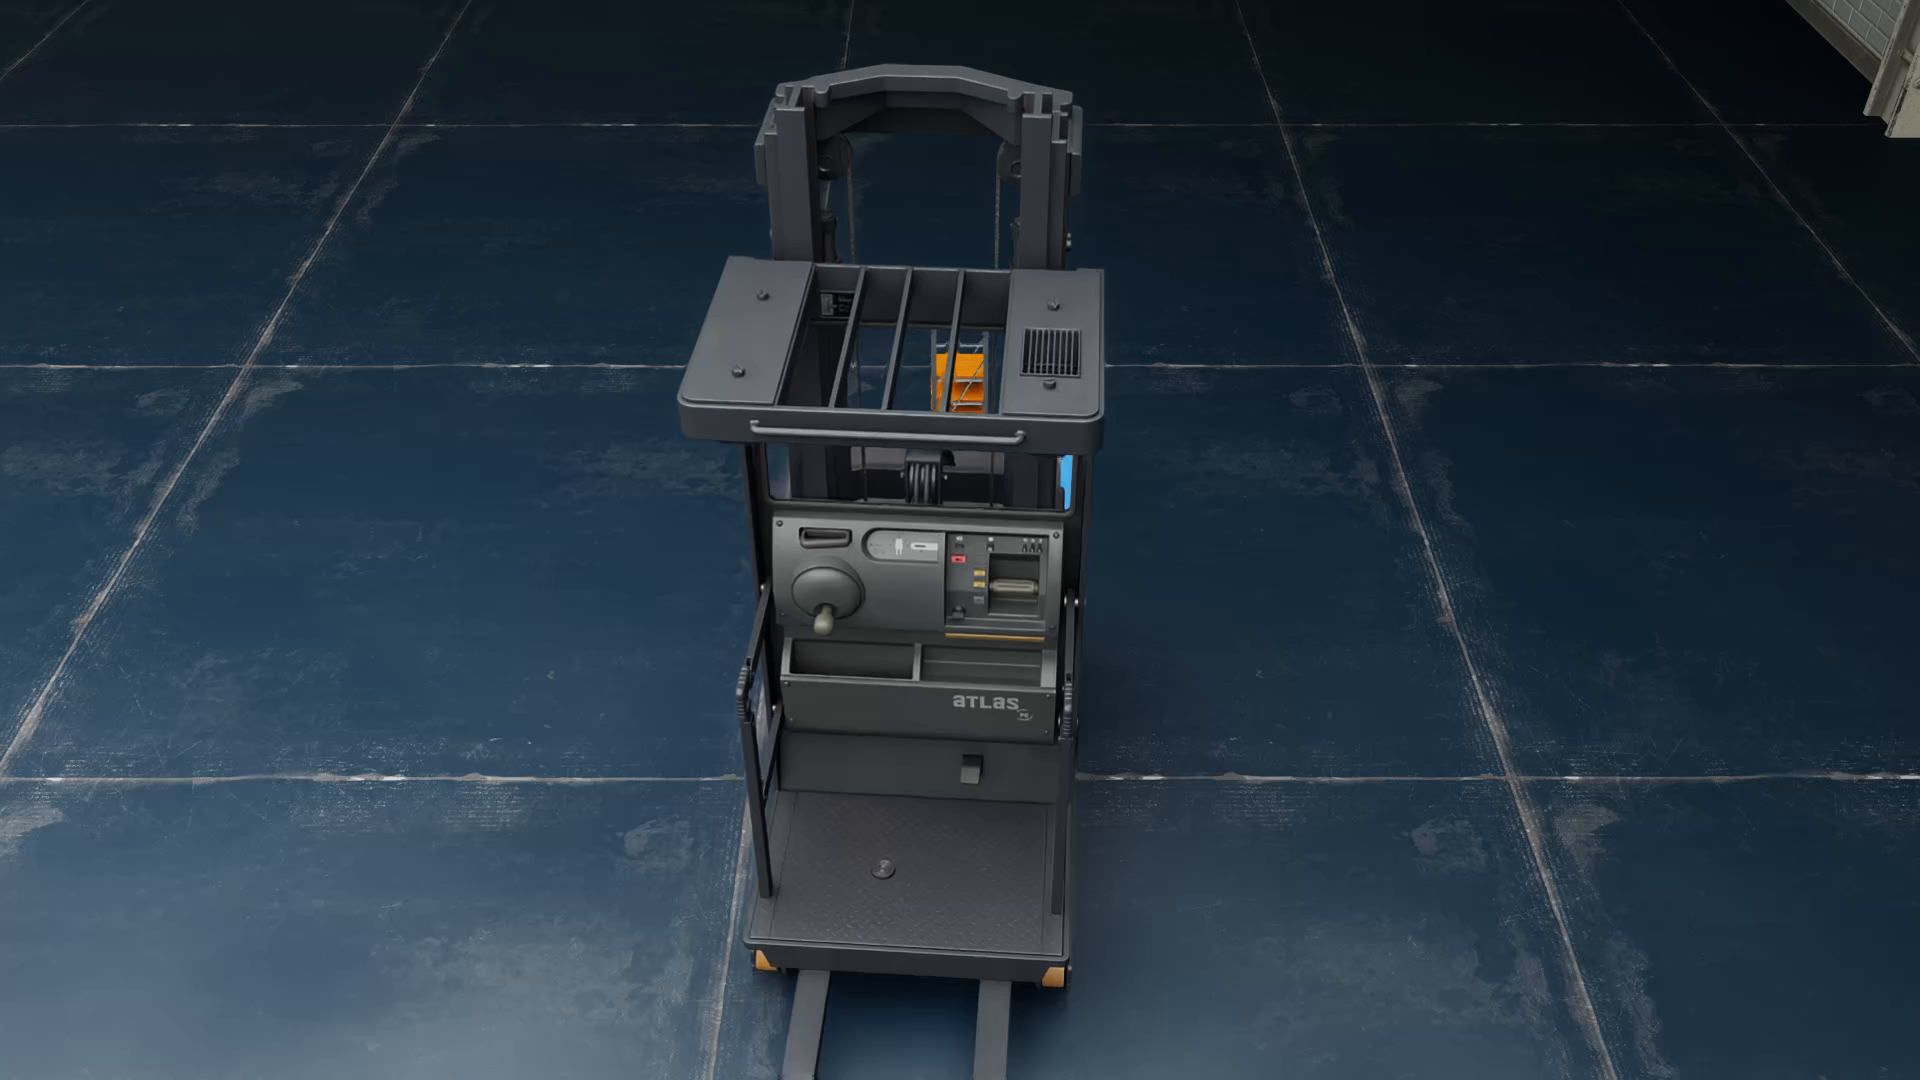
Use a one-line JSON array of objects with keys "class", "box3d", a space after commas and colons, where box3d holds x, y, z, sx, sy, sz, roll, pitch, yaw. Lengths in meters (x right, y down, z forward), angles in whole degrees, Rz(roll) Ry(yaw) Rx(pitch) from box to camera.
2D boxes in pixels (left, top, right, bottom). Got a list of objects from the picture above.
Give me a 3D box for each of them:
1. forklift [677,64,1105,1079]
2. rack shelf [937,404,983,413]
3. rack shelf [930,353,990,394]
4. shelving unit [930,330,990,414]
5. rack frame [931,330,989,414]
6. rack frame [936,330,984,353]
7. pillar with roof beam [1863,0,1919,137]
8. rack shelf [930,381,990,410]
[{"class": "forklift", "box3d": [-0.150, 0.196, 5.162, 1.130, 2.935, 3.031, 2, 39, 3]}, {"class": "rack shelf", "box3d": [0.000, -0.536, 7.339, 0.258, 0.103, 0.180, 0, 39, 0]}, {"class": "rack shelf", "box3d": [0.000, -0.724, 7.189, 0.258, 0.103, 0.180, 0, 39, 0]}, {"class": "shelving unit", "box3d": [0.000, -0.477, 7.386, 0.258, 1.200, 0.189, 0, 39, 0]}, {"class": "rack frame", "box3d": [0.000, -0.420, 7.315, 0.240, 1.200, 0.006, 0, 39, 0]}, {"class": "rack frame", "box3d": [0.000, -0.534, 7.457, 0.240, 1.200, 0.006, 0, 39, 0]}, {"class": "pillar with roof beam", "box3d": [2.045, -6.322, 8.443, 9.100, 9.000, 0.400, 0, 39, 0]}, {"class": "rack shelf", "box3d": [0.000, -0.630, 7.264, 0.258, 0.103, 0.180, 0, 39, 0]}]
